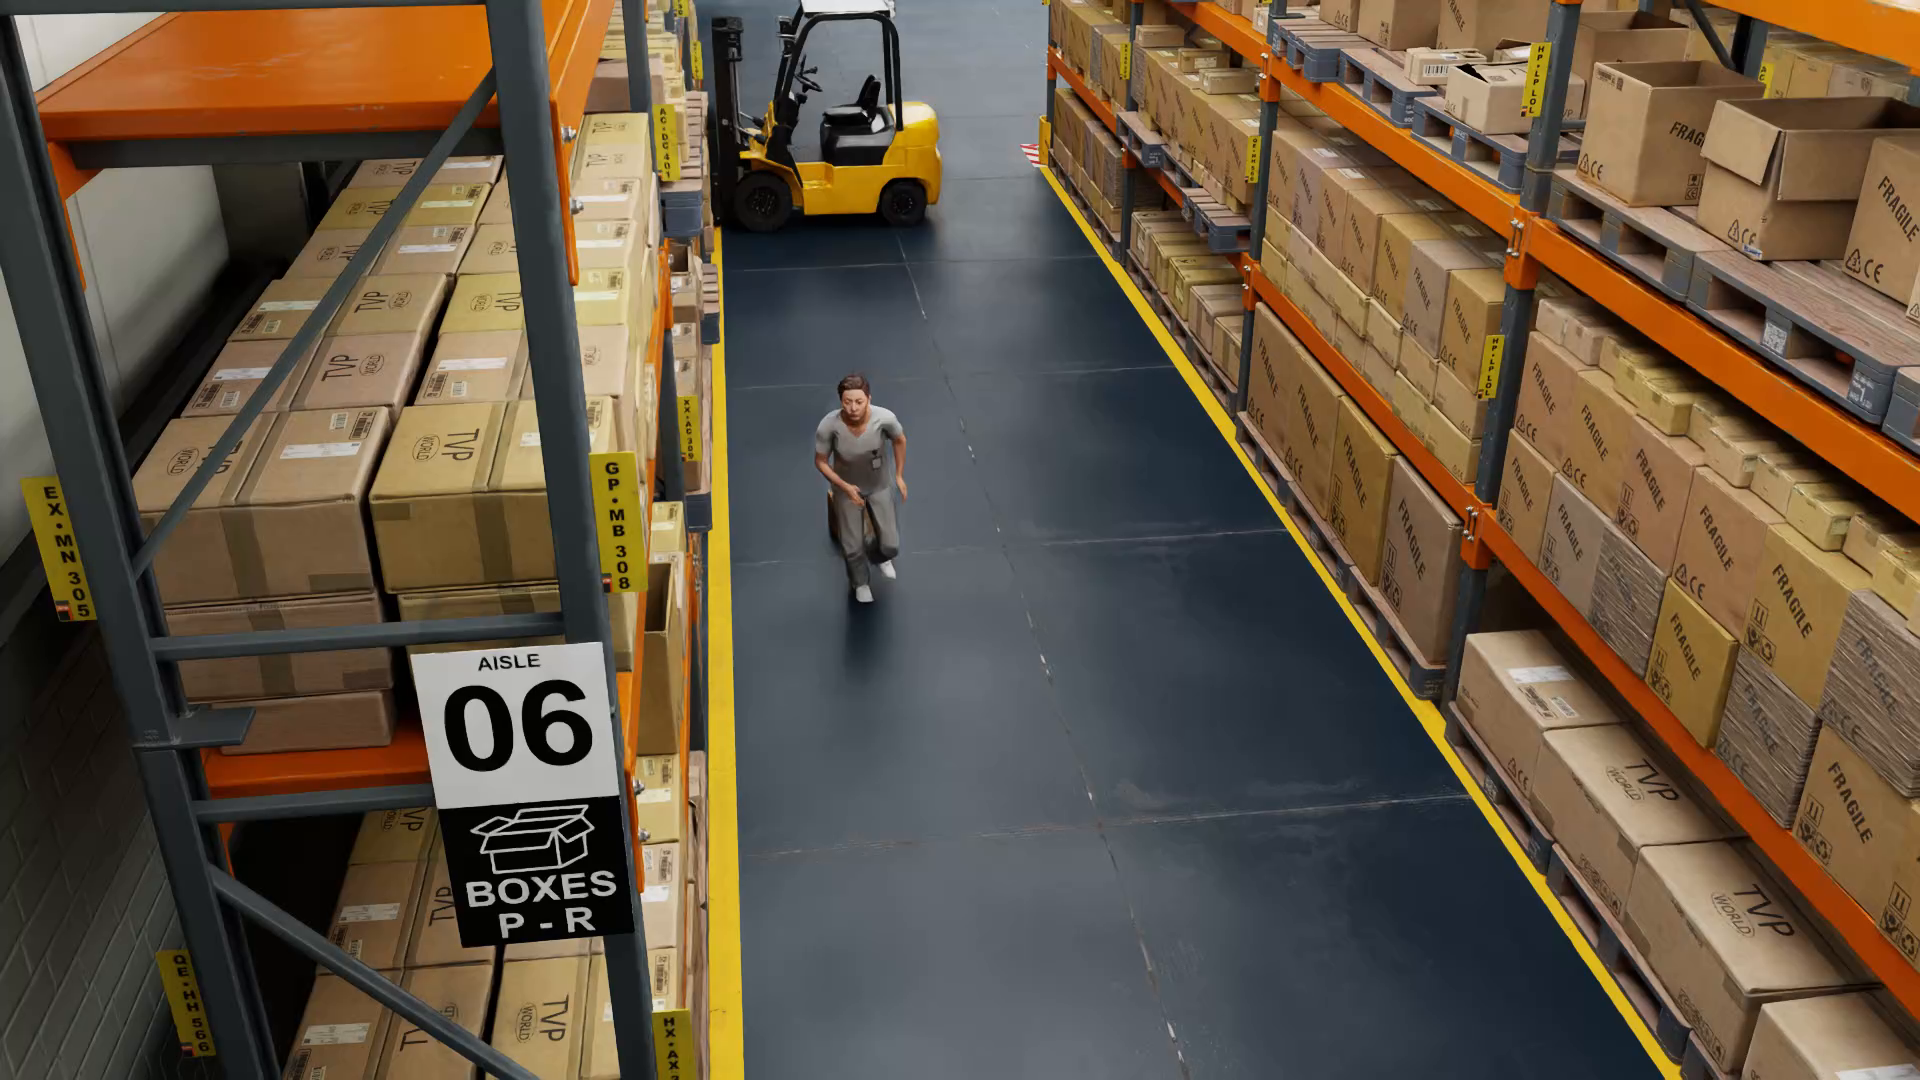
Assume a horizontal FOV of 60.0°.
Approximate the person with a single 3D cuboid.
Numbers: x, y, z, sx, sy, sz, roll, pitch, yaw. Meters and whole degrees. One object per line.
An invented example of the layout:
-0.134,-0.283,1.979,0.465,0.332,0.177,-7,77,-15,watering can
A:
-0.582,-0.305,9.805,0.544,1.560,0.732,-4,27,-7,person
